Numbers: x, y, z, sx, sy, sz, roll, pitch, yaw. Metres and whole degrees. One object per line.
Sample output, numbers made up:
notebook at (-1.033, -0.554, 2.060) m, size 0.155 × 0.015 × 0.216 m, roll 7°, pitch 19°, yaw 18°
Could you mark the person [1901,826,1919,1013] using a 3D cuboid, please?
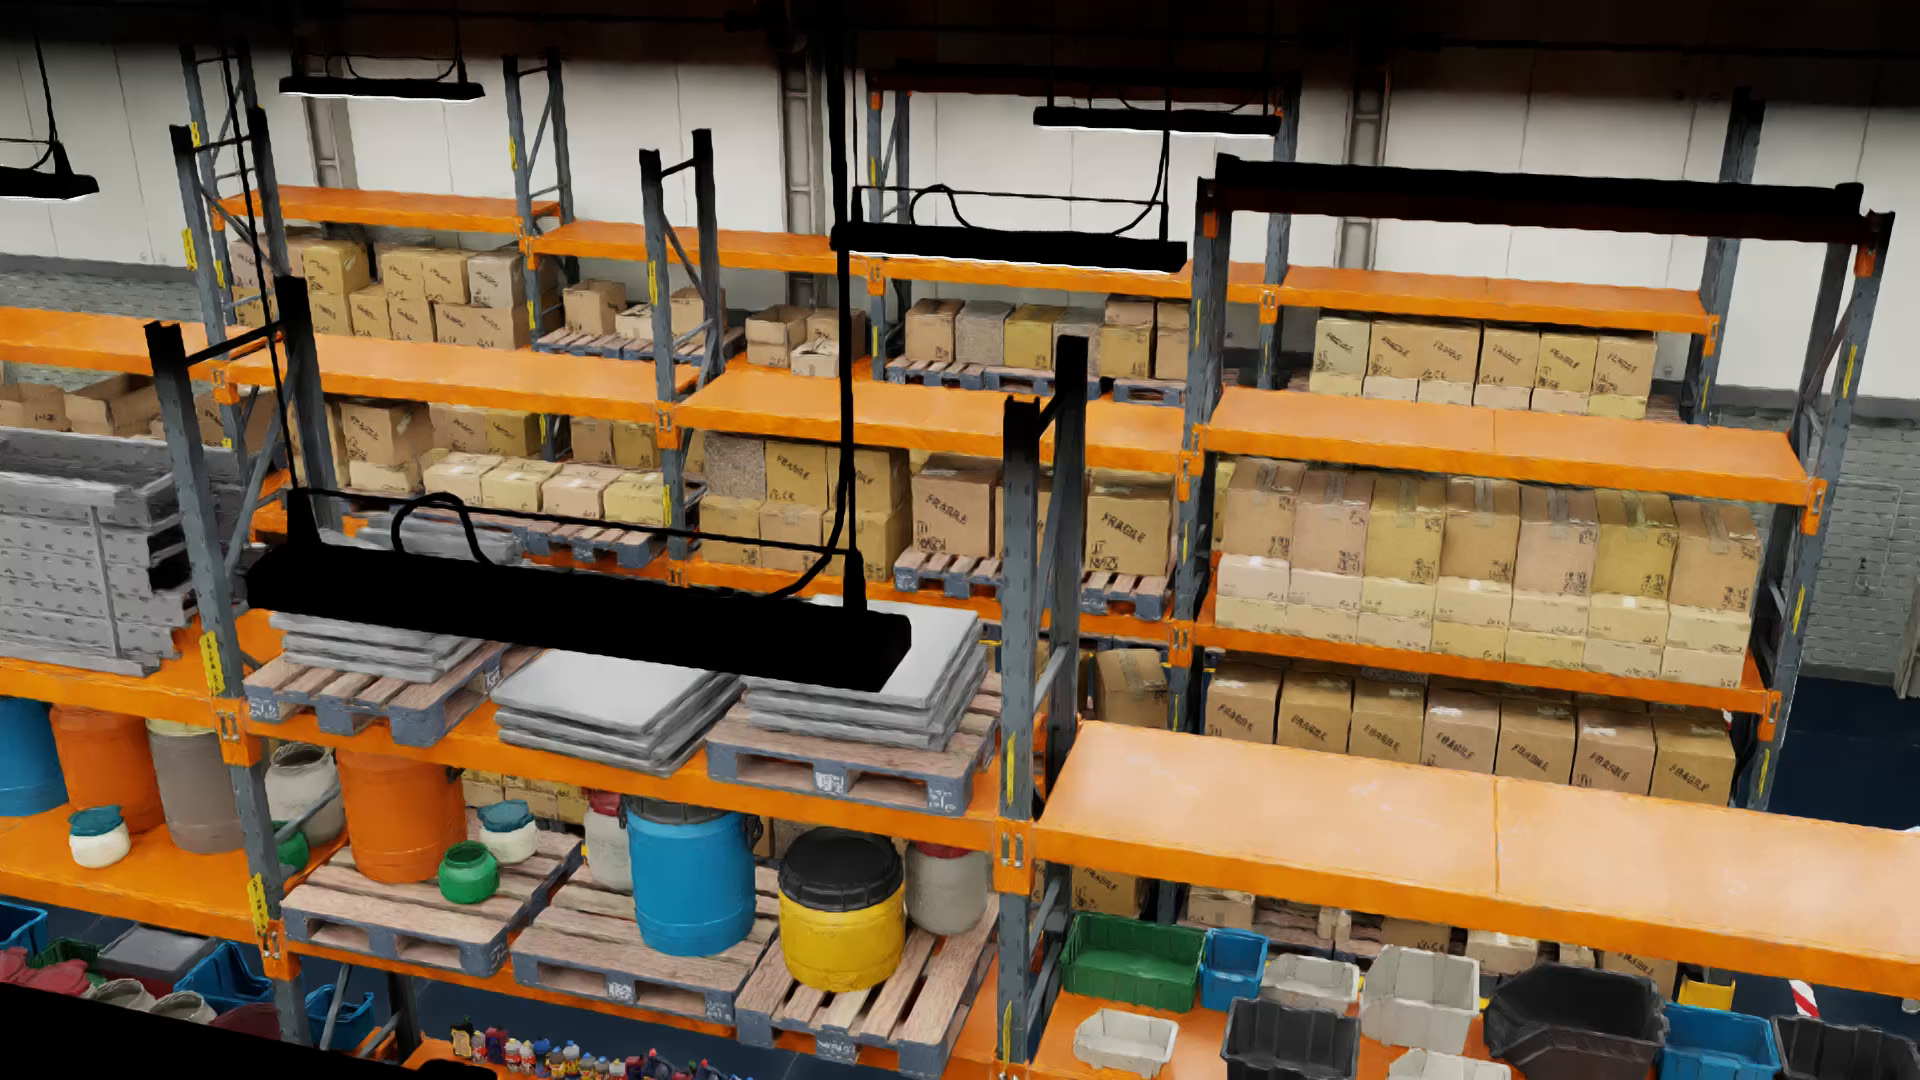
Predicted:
person at (7.038, 2.623, 12.326) m, size 0.506 × 1.657 × 0.708 m, roll -13°, pitch 26°, yaw -28°
